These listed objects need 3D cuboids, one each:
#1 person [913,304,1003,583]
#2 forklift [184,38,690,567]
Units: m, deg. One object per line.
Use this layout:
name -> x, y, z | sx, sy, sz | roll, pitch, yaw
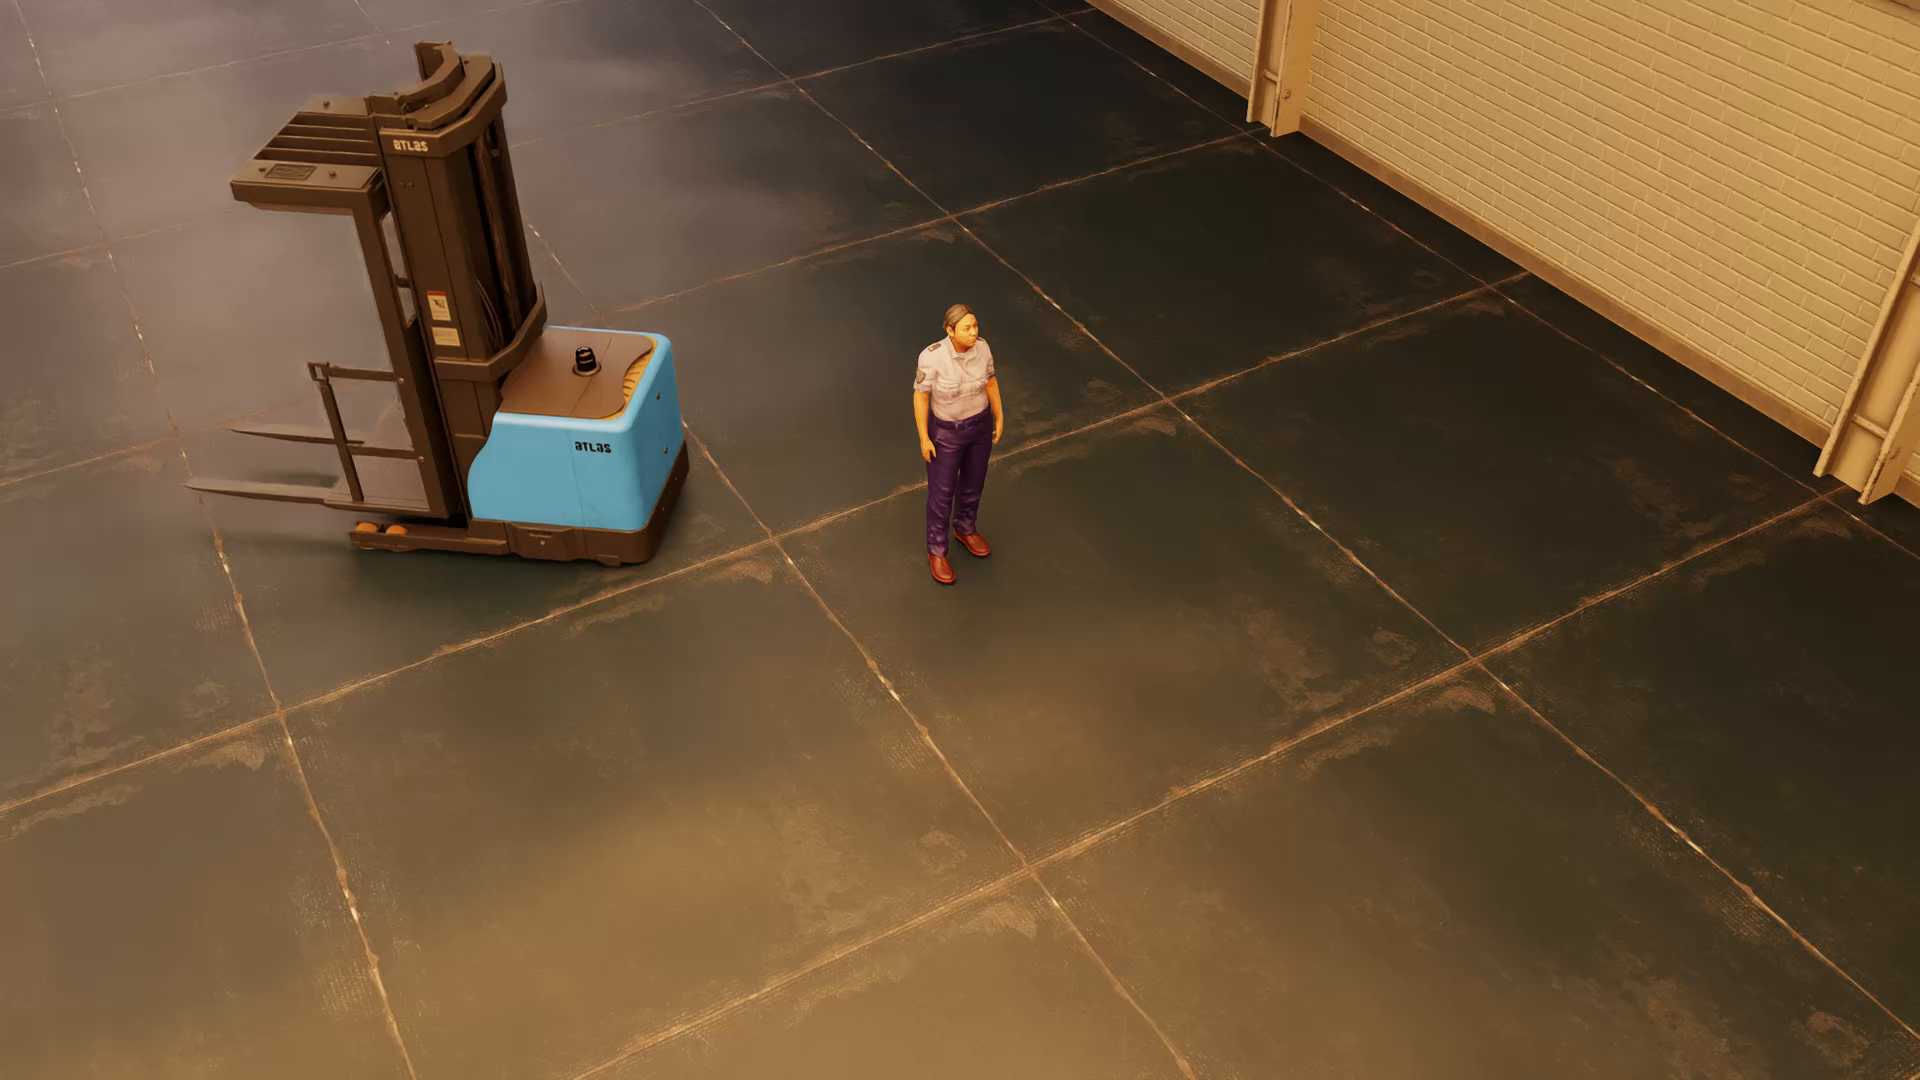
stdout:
person -> 0.025, -0.583, 9.733 | 0.599, 1.650, 0.503 | -20, 44, -23
forklift -> -3.309, -1.382, 9.703 | 3.031, 2.935, 1.130 | 5, 40, 6
